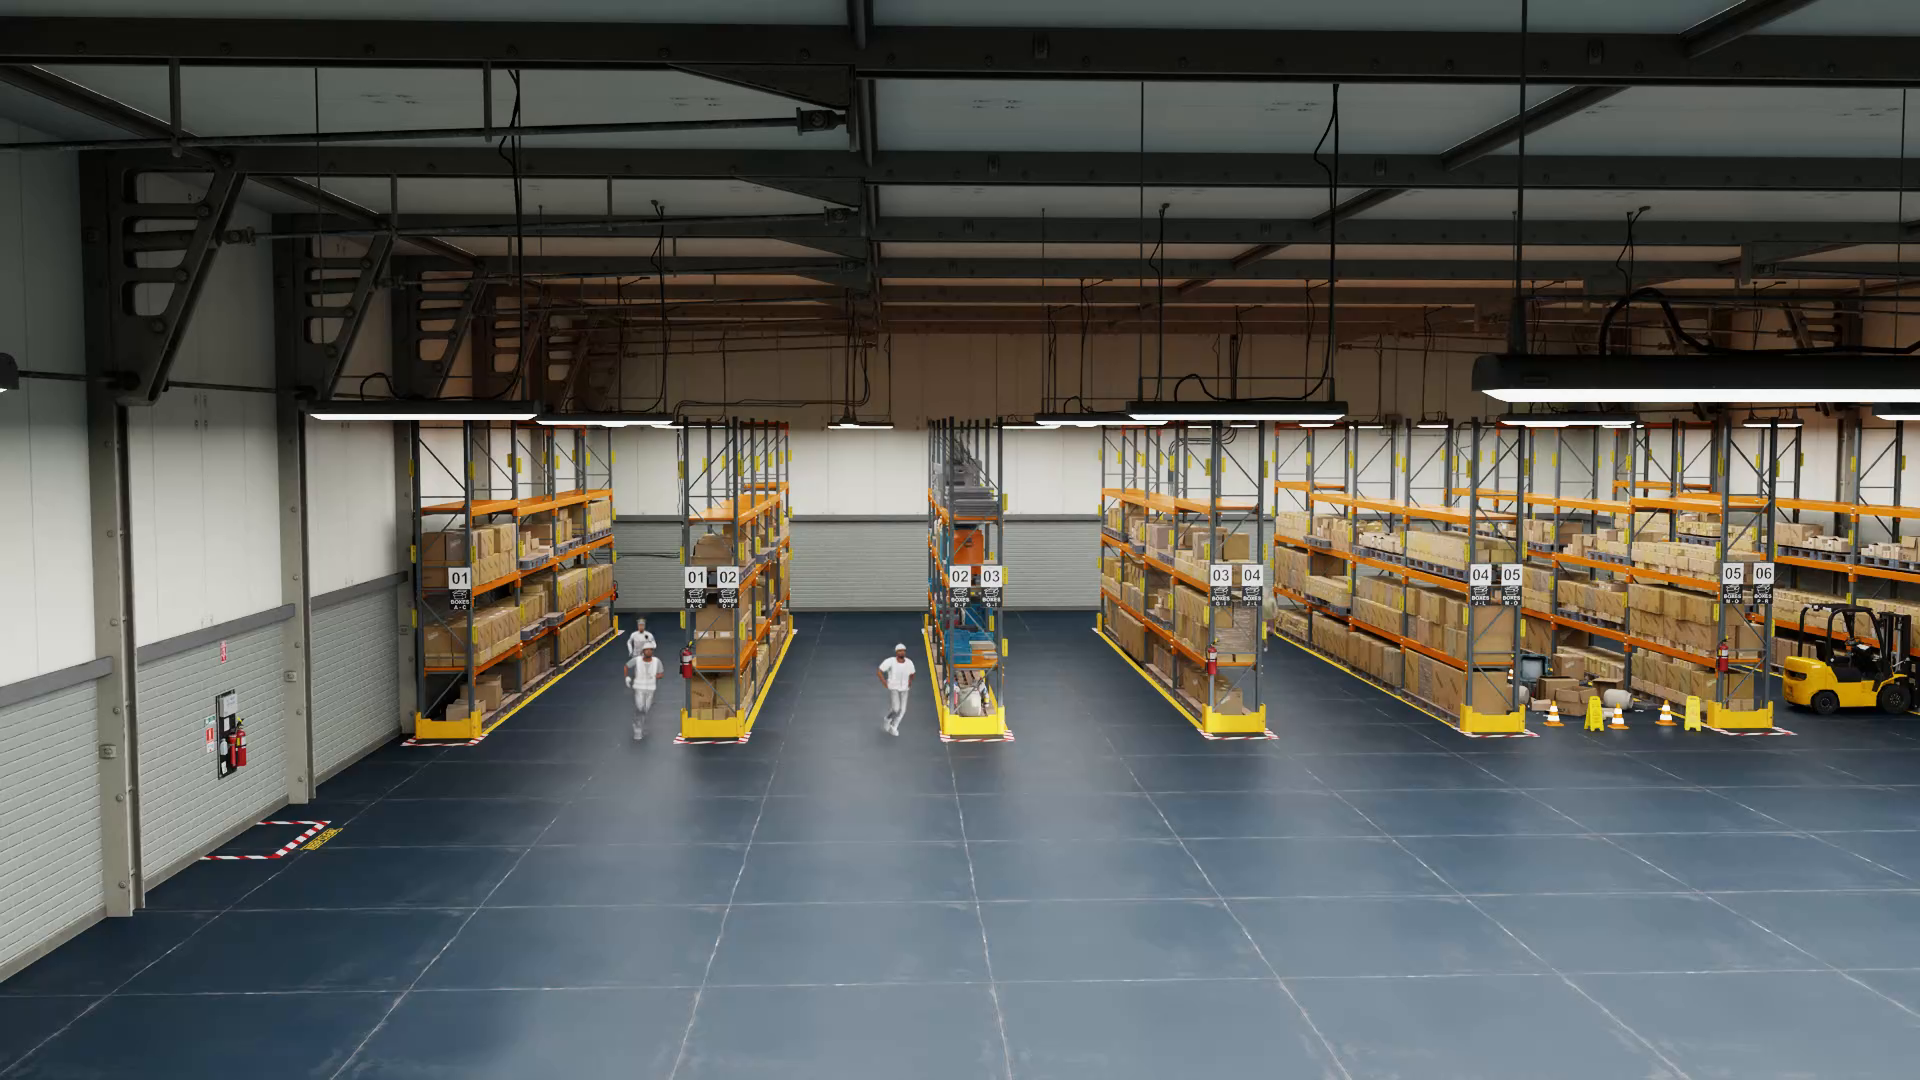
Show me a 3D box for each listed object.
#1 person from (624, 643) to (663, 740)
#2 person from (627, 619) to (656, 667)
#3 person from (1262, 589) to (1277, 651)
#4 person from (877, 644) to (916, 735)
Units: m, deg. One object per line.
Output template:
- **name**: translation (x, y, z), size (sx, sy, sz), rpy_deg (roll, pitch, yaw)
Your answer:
- **person**: translation (-5.912, 2.831, 31.168), size (0.684, 1.829, 0.697), rpy_deg (-2, 4, -28)
- **person**: translation (-6.887, 2.533, 35.961), size (0.624, 1.664, 0.874), rpy_deg (-1, 4, -10)
- **person**: translation (8.001, 2.085, 43.385), size (0.584, 1.633, 0.535), rpy_deg (0, 4, 3)
- **person**: translation (-1.148, 2.815, 31.364), size (0.737, 1.720, 0.525), rpy_deg (-2, 4, -24)
